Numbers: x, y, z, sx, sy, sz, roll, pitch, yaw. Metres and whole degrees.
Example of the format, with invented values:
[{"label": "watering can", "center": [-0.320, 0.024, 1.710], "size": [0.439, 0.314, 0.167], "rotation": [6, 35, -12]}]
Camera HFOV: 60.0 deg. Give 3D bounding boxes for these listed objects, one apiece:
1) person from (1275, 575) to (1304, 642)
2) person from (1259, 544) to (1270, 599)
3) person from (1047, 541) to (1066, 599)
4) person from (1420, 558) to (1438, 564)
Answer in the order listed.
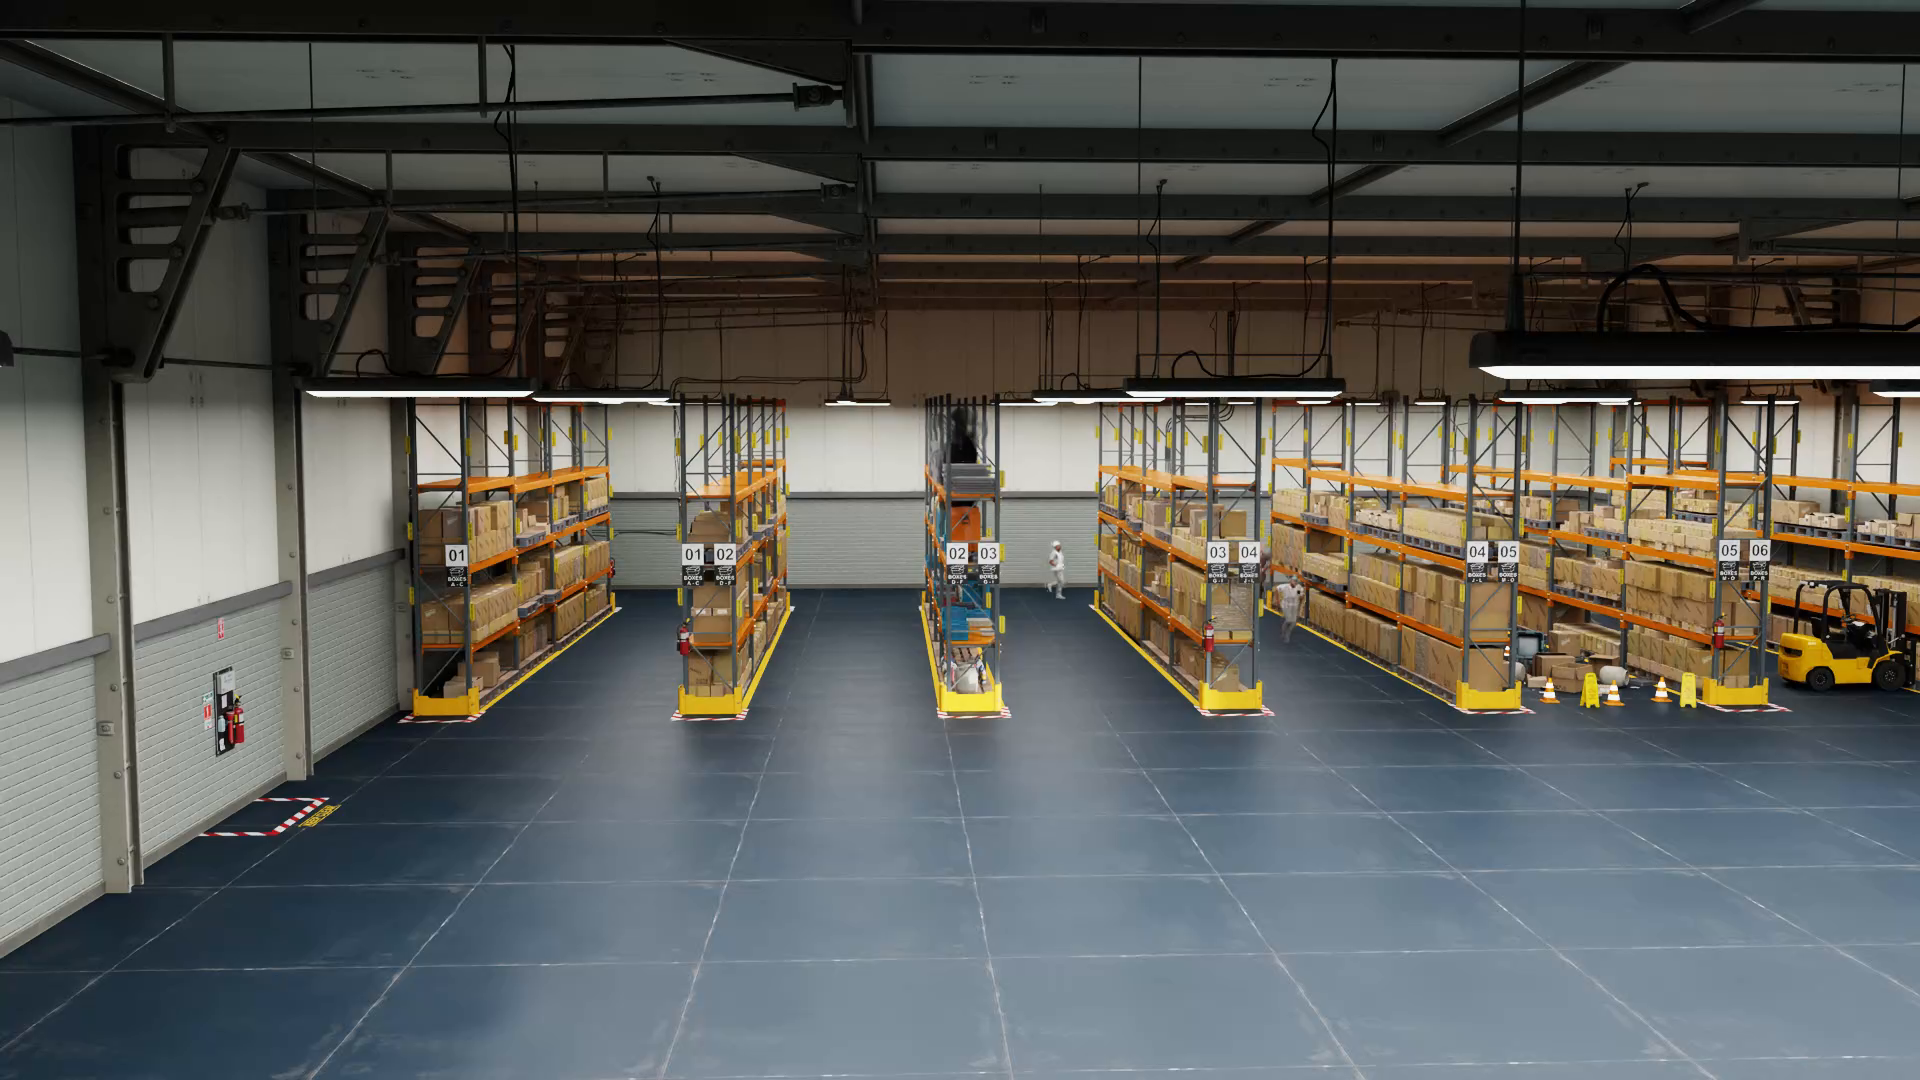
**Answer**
[{"label": "person", "center": [8.068, 1.668, 40.564], "size": [0.648, 1.694, 0.813], "rotation": [-1, 5, -12]}, {"label": "person", "center": [8.864, 0.993, 48.998], "size": [0.710, 1.736, 0.678], "rotation": [4, 6, 43]}, {"label": "person", "center": [2.882, 0.903, 50.140], "size": [0.616, 1.740, 0.683], "rotation": [2, 5, 21]}, {"label": "person", "center": [13.966, 0.944, 49.578], "size": [0.687, 1.728, 0.699], "rotation": [-1, 5, -14]}]
